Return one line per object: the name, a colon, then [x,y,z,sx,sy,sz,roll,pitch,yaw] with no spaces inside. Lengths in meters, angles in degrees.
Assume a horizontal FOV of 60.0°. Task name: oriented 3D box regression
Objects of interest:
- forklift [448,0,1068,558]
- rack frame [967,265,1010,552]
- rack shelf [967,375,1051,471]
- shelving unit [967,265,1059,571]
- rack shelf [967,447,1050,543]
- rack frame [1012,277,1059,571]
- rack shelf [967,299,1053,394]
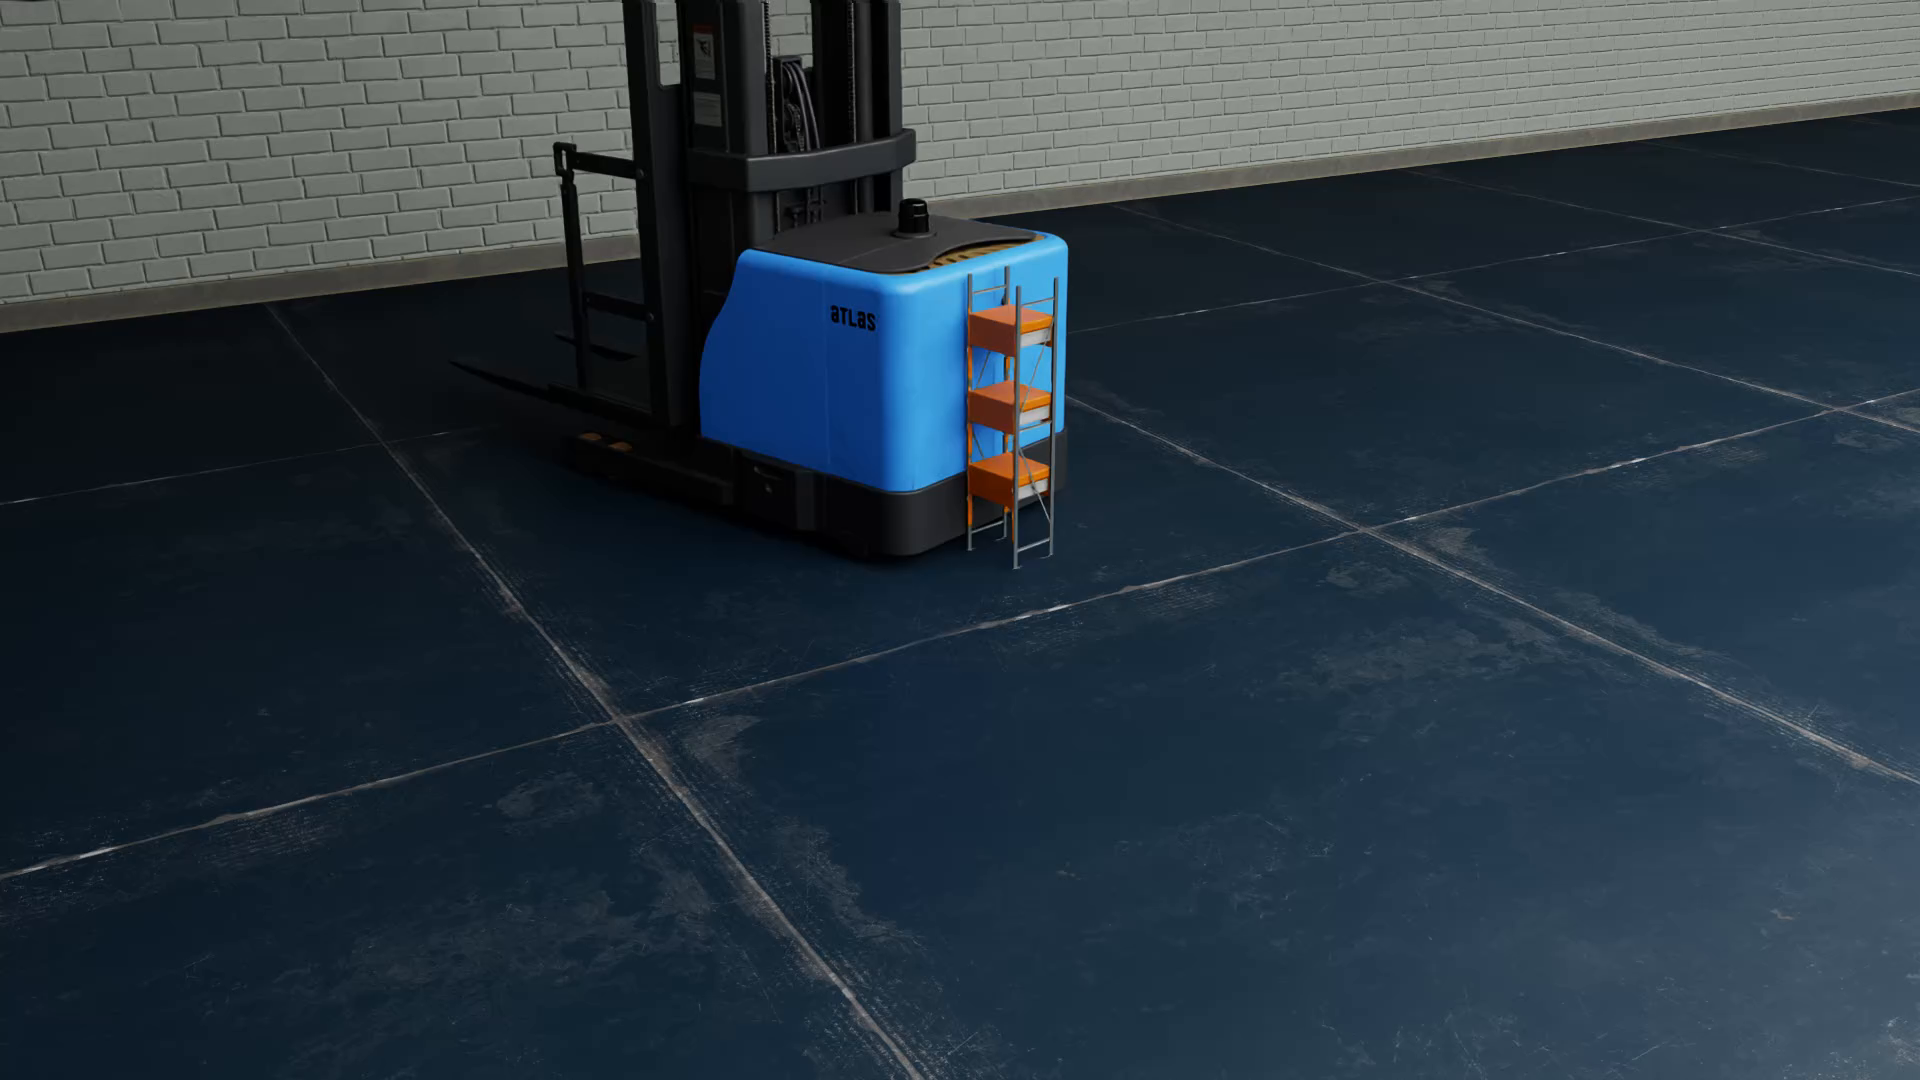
forklift: [-1.031,-1.732,6.681,3.031,2.935,1.130,17,28,36]
rack frame: [0.101,-0.468,6.069,0.200,1.050,0.008,-19,29,-39]
rack shelf: [0.184,-0.425,5.990,0.215,0.259,0.240,-19,29,-39]
shelving unit: [0.184,-0.435,5.986,0.215,1.050,0.252,-19,29,-39]
rack shelf: [0.184,-0.167,6.095,0.215,0.259,0.240,-19,29,-39]
rack frame: [0.267,-0.401,5.903,0.200,1.050,0.008,-19,29,-39]
rack shelf: [0.184,-0.688,5.883,0.215,0.259,0.240,-19,29,-39]
